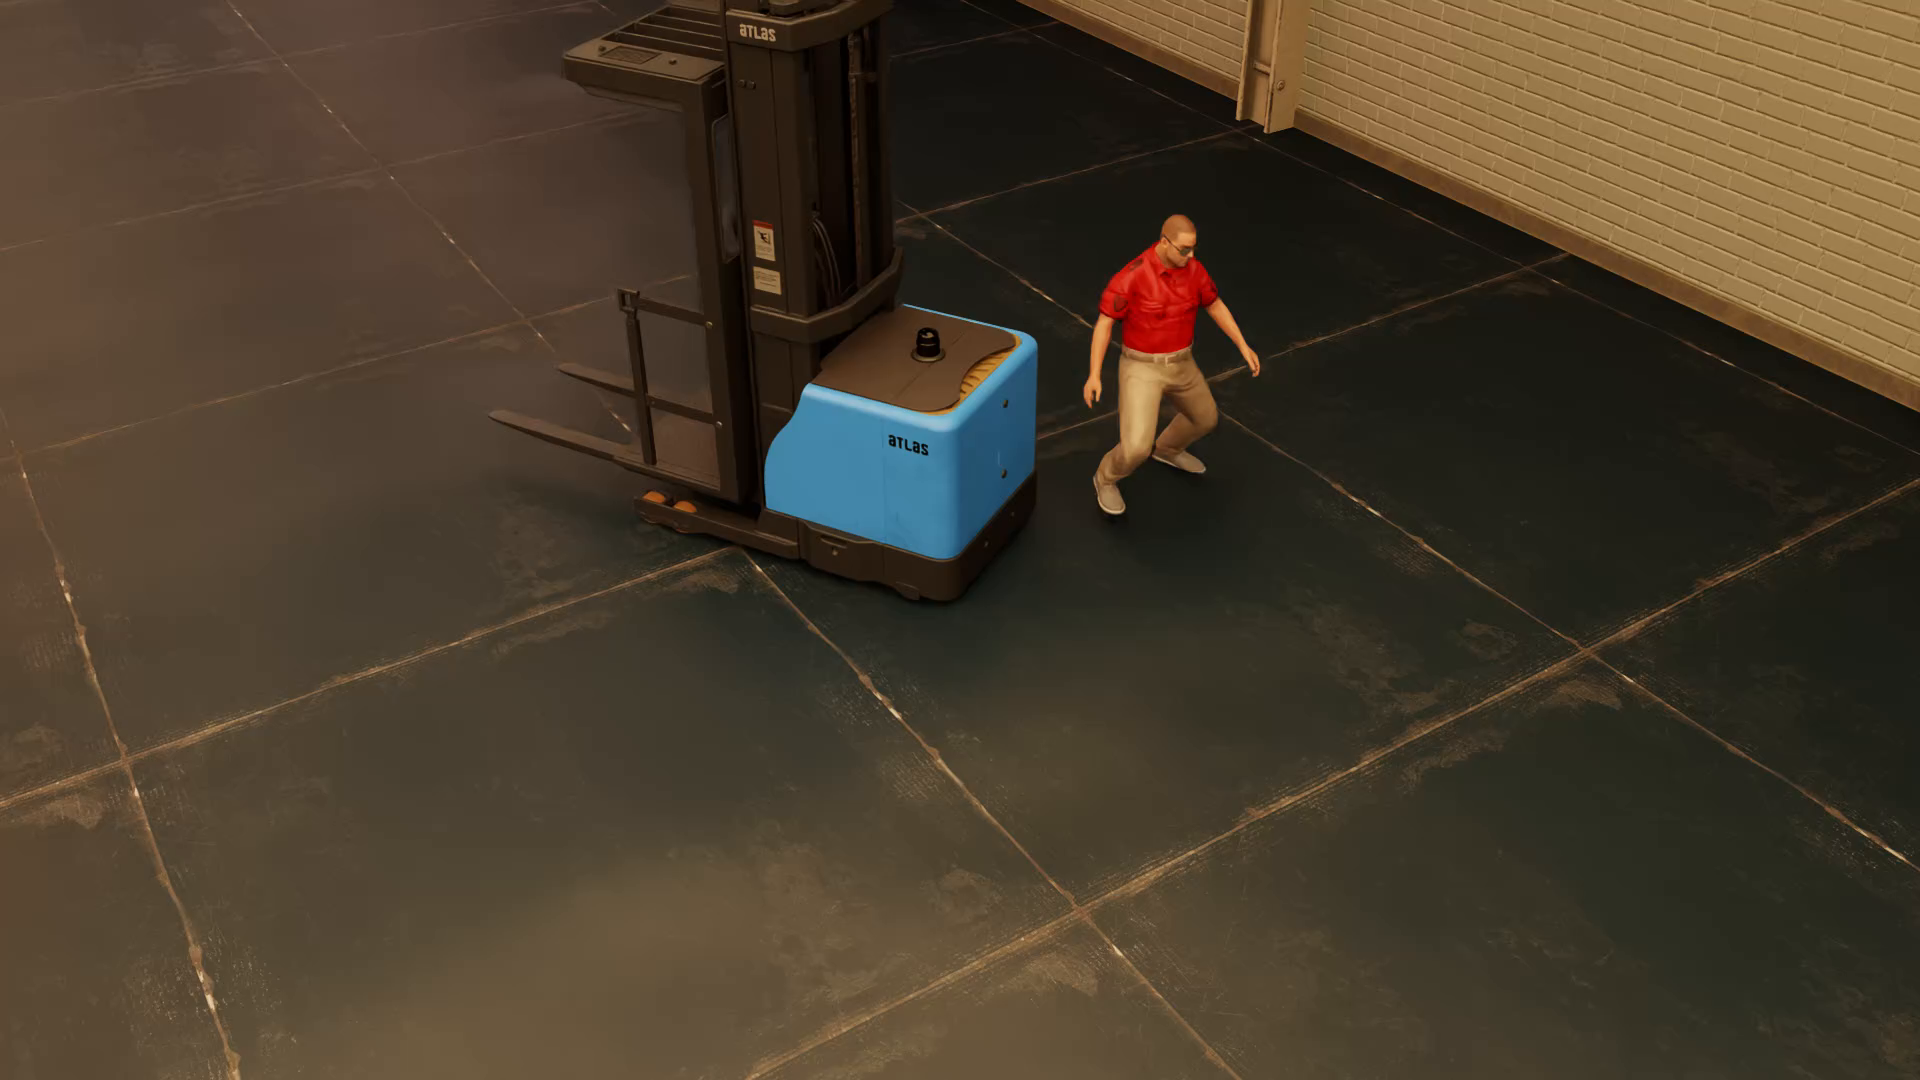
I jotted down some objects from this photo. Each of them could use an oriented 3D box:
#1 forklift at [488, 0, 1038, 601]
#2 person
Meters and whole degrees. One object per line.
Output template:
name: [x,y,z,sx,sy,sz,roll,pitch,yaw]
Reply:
forklift: [-1.146,-1.487,8.264,3.031,2.935,1.130,16,38,22]
person: [1.058,-0.915,8.628,0.961,1.617,0.642,-16,38,-22]
